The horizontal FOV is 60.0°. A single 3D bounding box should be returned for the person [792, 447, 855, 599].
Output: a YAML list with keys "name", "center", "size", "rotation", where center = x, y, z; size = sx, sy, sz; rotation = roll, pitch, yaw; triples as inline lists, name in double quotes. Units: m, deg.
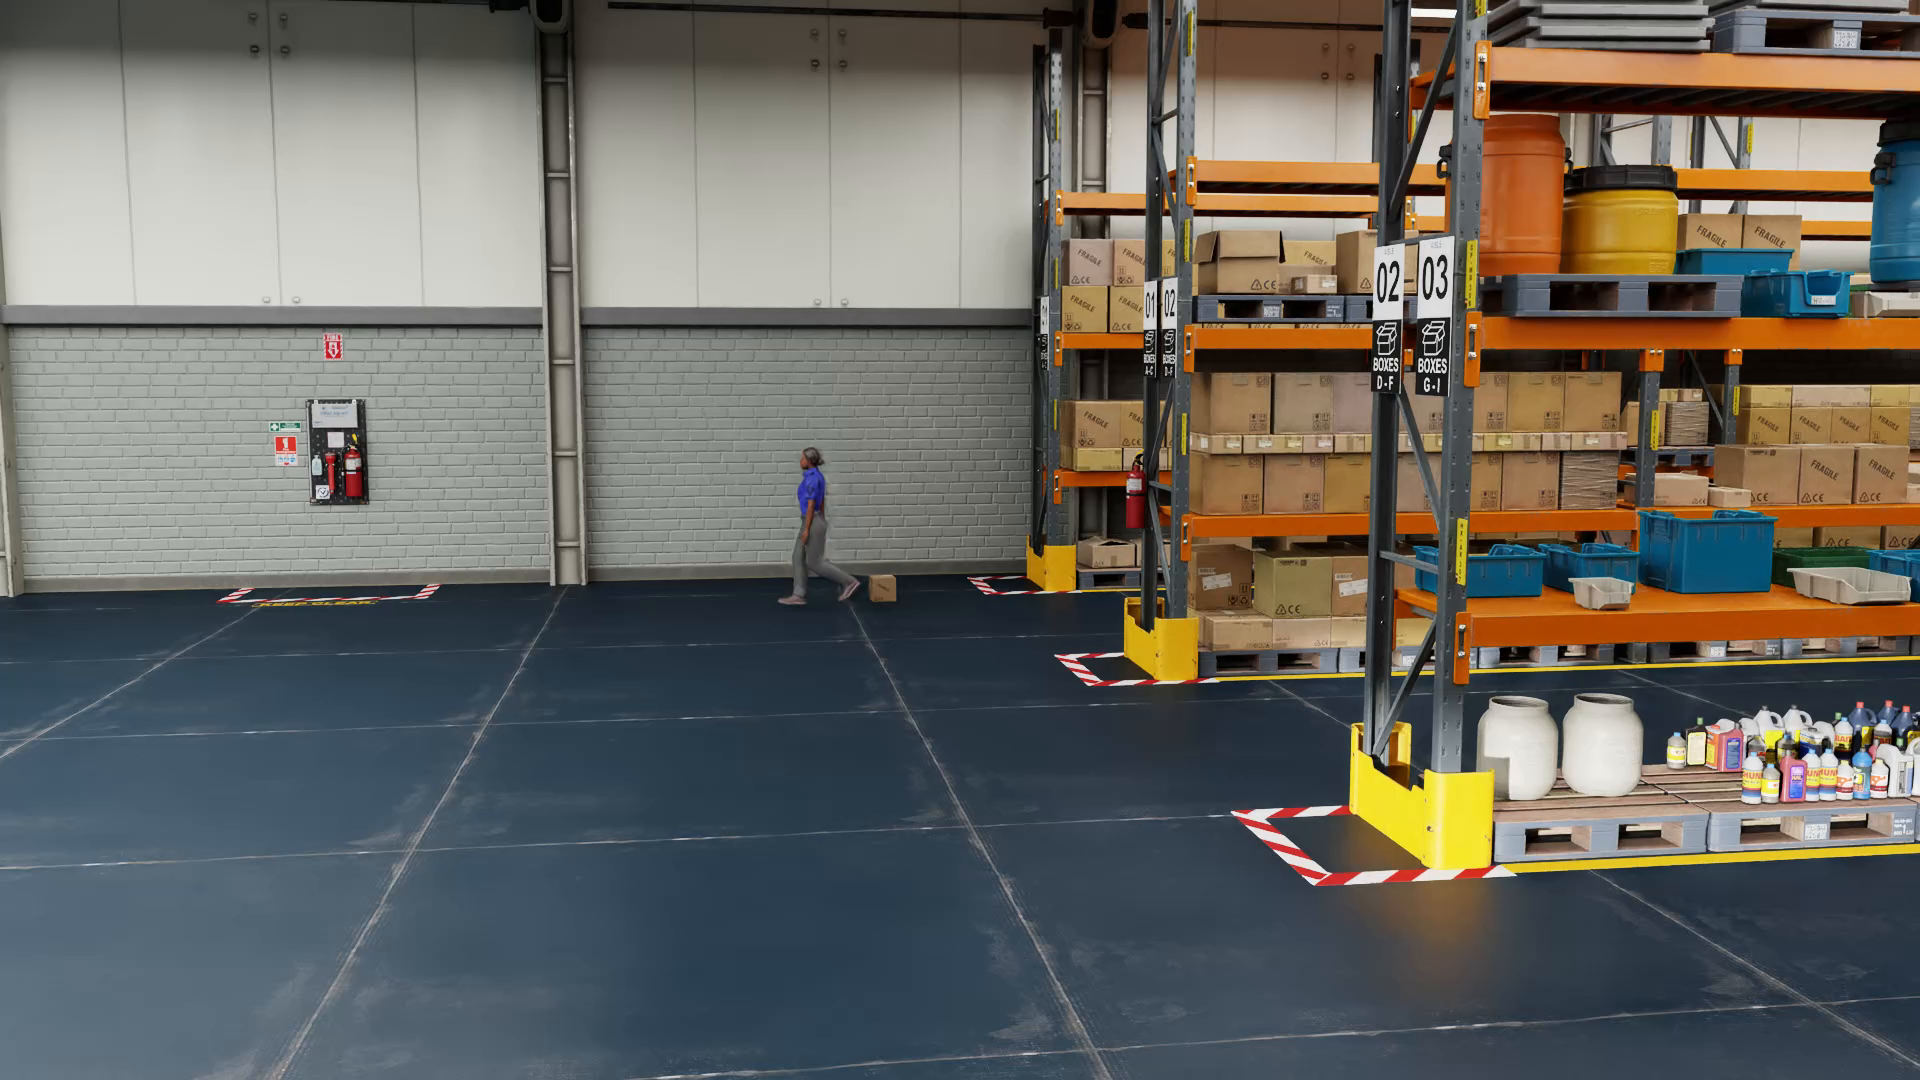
- name: "person"
  center: [-1.397, -0.163, 16.942]
  size: [0.676, 1.566, 0.438]
  rotation: [0, 7, 1]
